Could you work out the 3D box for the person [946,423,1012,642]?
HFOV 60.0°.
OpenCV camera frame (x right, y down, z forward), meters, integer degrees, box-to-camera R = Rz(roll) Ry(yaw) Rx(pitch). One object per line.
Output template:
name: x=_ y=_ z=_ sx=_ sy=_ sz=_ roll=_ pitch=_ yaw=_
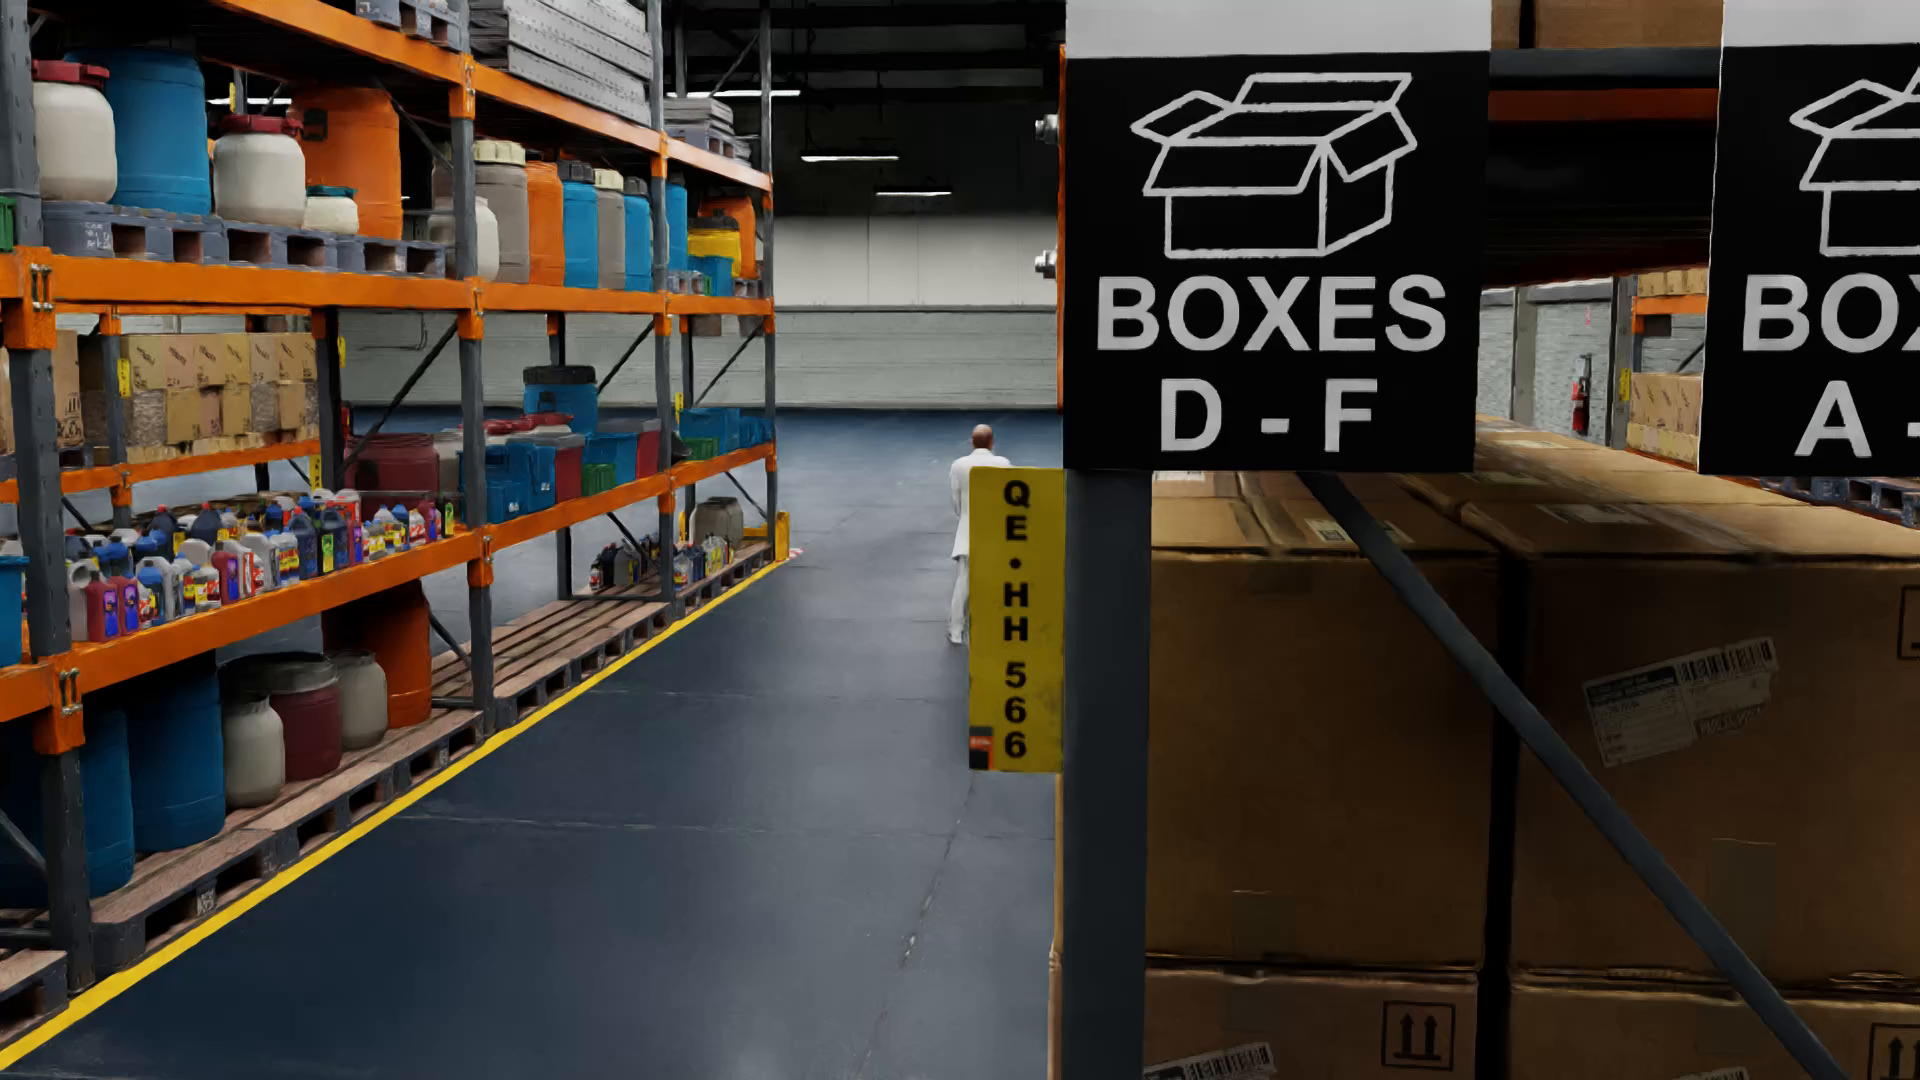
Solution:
person: x=0.222 y=0.037 z=13.487 sx=0.623 sy=1.527 sz=0.866 roll=2 pitch=8 yaw=16
